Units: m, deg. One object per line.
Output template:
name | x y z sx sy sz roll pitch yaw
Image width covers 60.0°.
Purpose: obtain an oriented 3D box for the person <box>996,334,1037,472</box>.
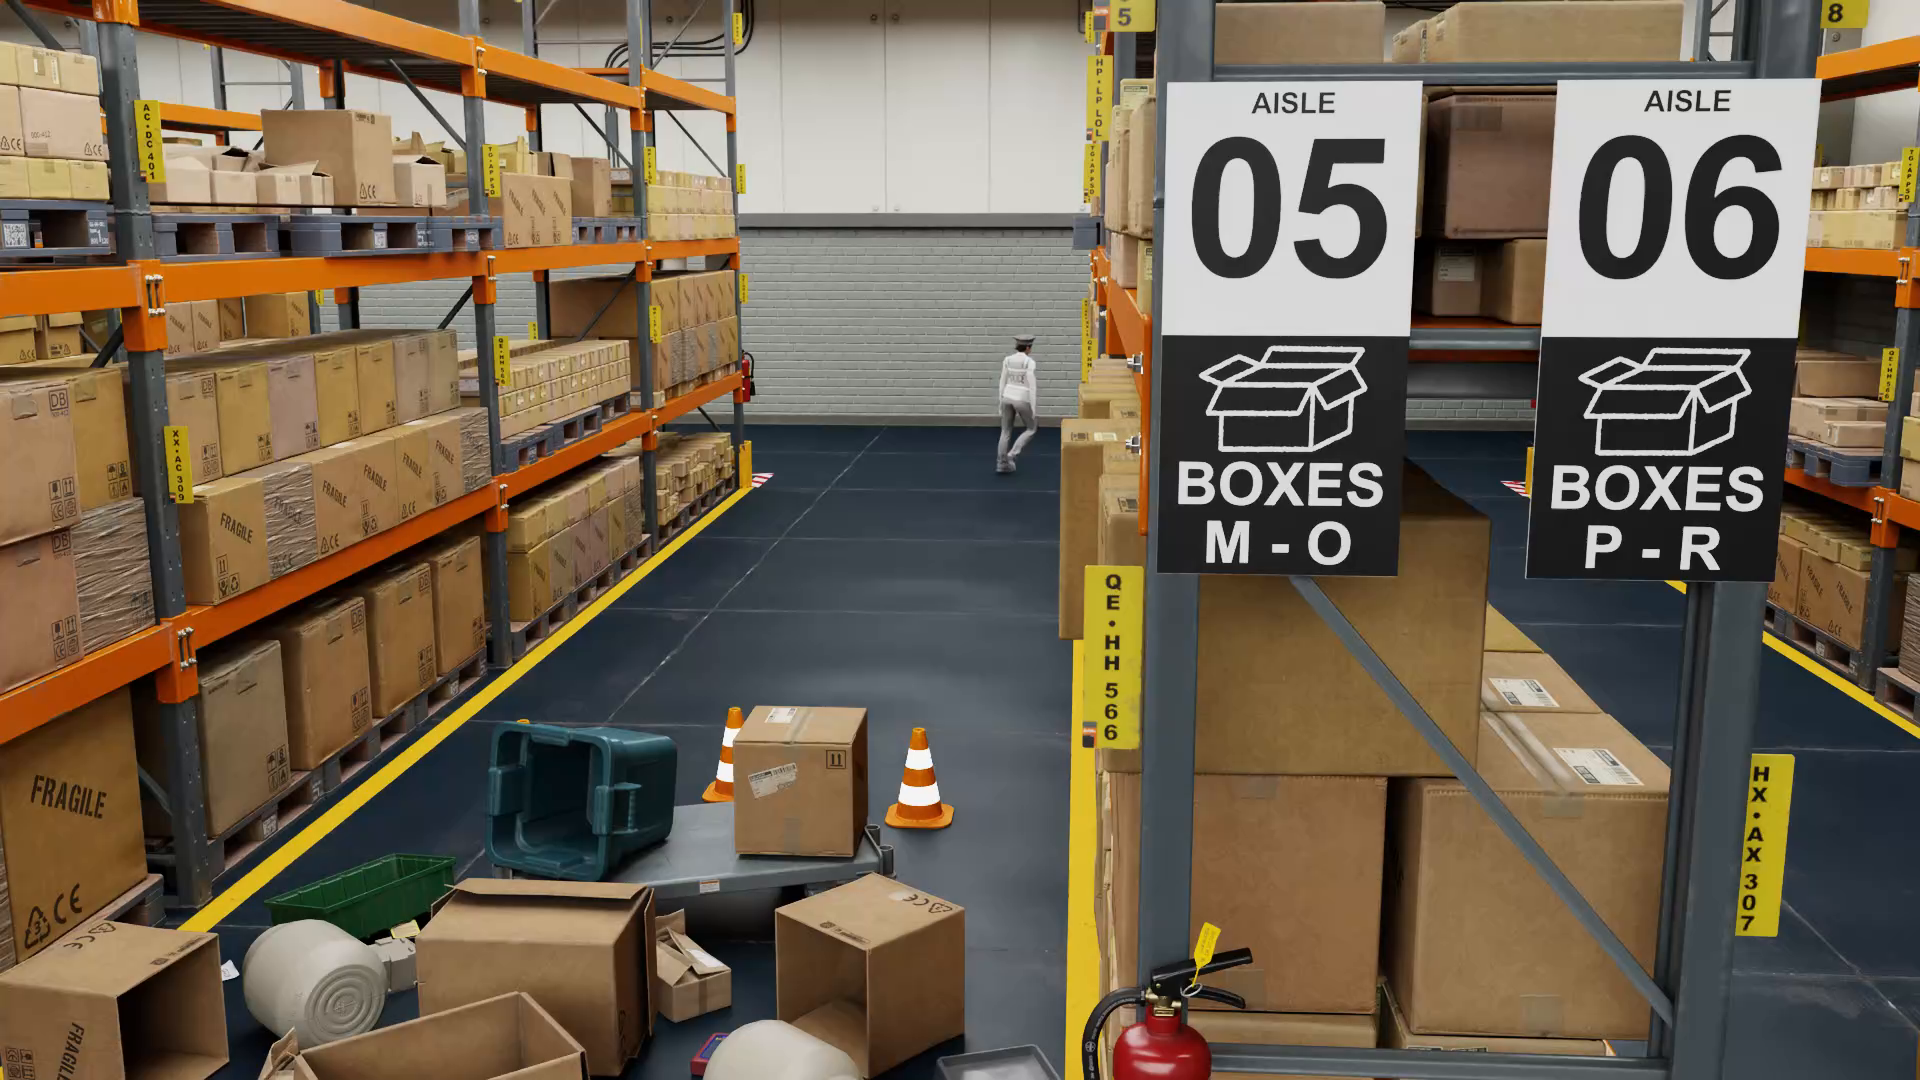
person | 0.693 -1.628 19.826 0.553 1.644 0.420 6 12 28
